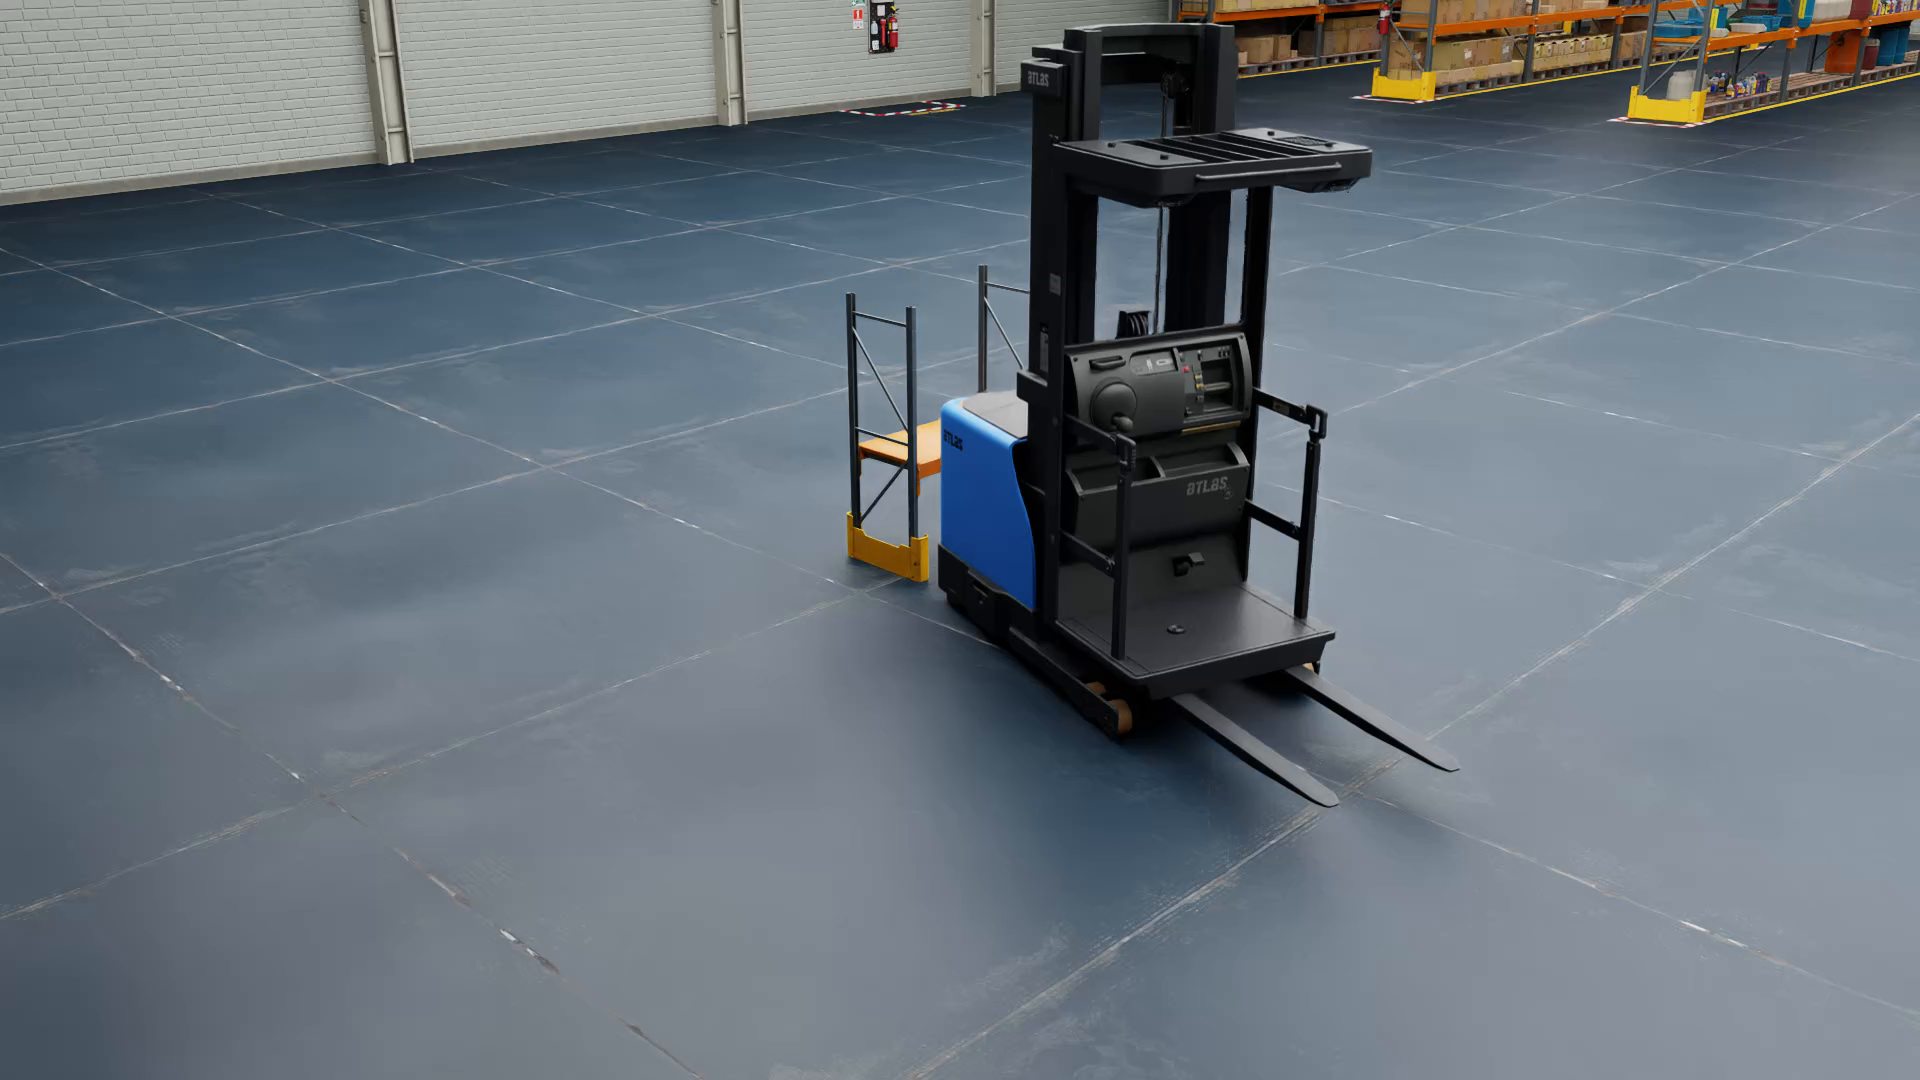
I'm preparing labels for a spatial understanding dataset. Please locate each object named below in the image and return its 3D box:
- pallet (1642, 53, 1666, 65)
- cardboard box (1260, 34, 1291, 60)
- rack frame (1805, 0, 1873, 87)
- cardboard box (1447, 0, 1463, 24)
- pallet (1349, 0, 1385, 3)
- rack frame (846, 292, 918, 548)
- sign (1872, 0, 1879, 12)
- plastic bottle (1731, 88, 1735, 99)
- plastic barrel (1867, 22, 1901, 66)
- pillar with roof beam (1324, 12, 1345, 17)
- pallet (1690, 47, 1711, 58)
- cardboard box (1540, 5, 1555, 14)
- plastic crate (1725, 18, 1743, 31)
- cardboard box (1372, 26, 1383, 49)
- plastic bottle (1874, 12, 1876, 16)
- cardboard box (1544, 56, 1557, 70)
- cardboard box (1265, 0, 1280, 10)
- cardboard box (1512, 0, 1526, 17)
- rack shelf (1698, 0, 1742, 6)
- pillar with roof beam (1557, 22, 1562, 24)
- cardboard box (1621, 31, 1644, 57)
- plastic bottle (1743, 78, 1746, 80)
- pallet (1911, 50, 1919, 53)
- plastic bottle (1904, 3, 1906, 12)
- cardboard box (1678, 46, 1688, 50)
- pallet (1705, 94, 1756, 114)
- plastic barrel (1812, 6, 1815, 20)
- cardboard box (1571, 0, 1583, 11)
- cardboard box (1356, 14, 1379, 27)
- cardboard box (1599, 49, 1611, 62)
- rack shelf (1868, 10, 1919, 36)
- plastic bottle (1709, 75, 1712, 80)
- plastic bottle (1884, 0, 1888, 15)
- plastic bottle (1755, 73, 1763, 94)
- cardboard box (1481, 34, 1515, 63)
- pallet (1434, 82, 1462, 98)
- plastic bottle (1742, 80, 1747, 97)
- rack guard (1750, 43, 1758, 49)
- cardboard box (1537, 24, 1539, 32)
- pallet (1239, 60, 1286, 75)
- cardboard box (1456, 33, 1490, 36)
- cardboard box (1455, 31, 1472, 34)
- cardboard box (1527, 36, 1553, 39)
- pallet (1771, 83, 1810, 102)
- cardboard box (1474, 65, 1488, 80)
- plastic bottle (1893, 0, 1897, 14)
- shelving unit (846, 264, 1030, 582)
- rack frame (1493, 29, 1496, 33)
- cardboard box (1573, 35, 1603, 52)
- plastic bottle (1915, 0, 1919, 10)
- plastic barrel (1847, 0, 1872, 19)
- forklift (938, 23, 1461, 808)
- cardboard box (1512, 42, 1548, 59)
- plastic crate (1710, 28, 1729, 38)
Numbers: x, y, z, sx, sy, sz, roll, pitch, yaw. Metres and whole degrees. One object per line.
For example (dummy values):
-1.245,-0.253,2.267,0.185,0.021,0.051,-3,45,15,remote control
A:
15.286,-10.952,37.775,1.003,0.211,1.213,19,28,41,pallet
6.850,-10.732,36.186,0.500,0.500,0.500,17,27,37,cardboard box
17.434,-10.519,32.760,1.000,3.000,0.127,19,28,41,rack frame
9.004,-10.003,31.278,0.500,0.500,0.700,-19,28,-41,cardboard box
8.984,-12.390,37.895,1.003,0.211,1.213,19,28,41,pallet
-0.414,-0.547,8.908,0.500,1.500,0.032,19,28,41,rack frame
17.833,-10.459,32.377,0.100,0.325,0.005,19,28,41,sign
13.413,-7.776,28.912,0.097,0.201,0.097,0,21,0,plastic bottle
19.339,-10.446,34.910,0.600,0.901,0.708,19,28,41,plastic barrel
11.893,-14.603,35.026,9.100,9.000,0.400,19,28,41,pillar with roof beam
17.158,-11.662,39.622,1.003,0.211,1.213,19,28,41,pallet
11.862,-10.790,33.818,0.380,0.149,0.250,19,28,41,cardboard box
13.494,-9.113,29.399,0.450,0.188,0.662,19,28,41,plastic crate
9.428,-11.735,38.797,0.700,0.500,0.500,19,28,41,cardboard box
18.136,-10.504,33.000,0.097,0.201,0.097,0,21,0,plastic bottle
11.913,-9.816,34.180,0.500,0.250,0.500,-19,28,-41,cardboard box
6.389,-11.323,35.034,0.500,0.250,0.500,20,28,41,cardboard box
10.792,-10.662,32.994,0.700,0.500,0.500,18,28,39,cardboard box
18.073,-12.966,40.130,1.077,0.370,4.000,19,28,41,rack shelf
20.265,-17.688,43.051,9.100,9.000,0.400,19,28,41,pillar with roof beam
14.771,-10.979,36.830,0.500,0.500,0.500,18,27,39,cardboard box
13.950,-8.077,29.580,0.061,0.283,0.133,19,28,41,plastic bottle
22.412,-11.071,38.085,1.003,0.211,1.213,19,28,41,pallet
19.419,-10.977,34.230,0.097,0.201,0.097,0,21,0,plastic bottle
16.539,-11.628,38.516,0.500,0.500,0.500,19,28,40,cardboard box
13.294,-7.712,29.344,1.003,0.211,1.213,19,28,41,pallet
15.468,-9.745,30.558,0.433,0.535,0.433,0,21,0,plastic barrel
12.729,-11.371,34.837,0.500,0.500,0.500,17,27,38,cardboard box
9.428,-12.058,38.590,0.500,0.250,0.500,-20,28,-41,cardboard box
13.695,-10.476,35.895,0.500,0.250,0.500,-19,28,-41,cardboard box
18.829,-10.697,34.227,1.077,0.370,4.000,19,28,41,rack shelf
13.506,-8.244,30.014,0.133,0.283,0.061,-19,28,-40,plastic bottle
18.577,-10.696,33.384,0.061,0.283,0.133,19,28,41,plastic bottle
14.267,-8.172,29.735,0.144,0.351,0.185,18,27,38,plastic bottle
10.573,-9.694,32.817,0.500,0.500,0.500,19,28,41,cardboard box
8.810,-8.608,31.677,1.003,0.211,1.213,19,28,41,pallet
13.791,-7.948,29.262,0.097,0.271,0.097,0,21,0,plastic bottle
19.415,-12.629,41.736,1.175,0.500,0.348,19,28,41,rack guard
14.800,-13.621,43.730,0.700,0.500,0.500,18,27,39,cardboard box
6.251,-10.172,35.744,1.003,0.211,1.213,19,28,41,pallet
10.206,-9.822,33.151,0.500,0.500,0.500,19,28,41,cardboard box
12.148,-12.790,41.081,0.750,0.750,0.750,-19,28,-40,cardboard box
12.236,-10.473,35.106,0.500,0.311,0.500,19,28,40,cardboard box
15.163,-8.400,31.136,1.003,0.211,1.213,19,28,41,pallet
9.888,-9.083,32.272,0.500,0.250,0.500,19,28,41,cardboard box
18.935,-10.848,33.789,0.152,0.276,0.135,19,28,41,plastic bottle
-0.053,-0.680,9.255,0.587,1.500,1.083,19,28,41,shelving unit
13.126,-14.026,41.886,1.000,3.000,0.127,19,28,41,rack frame
13.341,-10.602,35.443,0.500,0.311,0.500,19,28,40,cardboard box
19.926,-11.213,34.739,0.152,0.276,0.135,19,28,41,plastic bottle
17.327,-10.387,32.228,0.600,0.536,0.708,19,28,41,plastic barrel
1.005,-0.684,7.269,1.130,2.935,3.031,-10,23,-25,forklift
11.564,-9.949,33.745,0.500,0.311,0.500,19,28,41,cardboard box
12.708,-8.489,27.846,0.298,0.136,0.250,19,28,41,plastic crate
